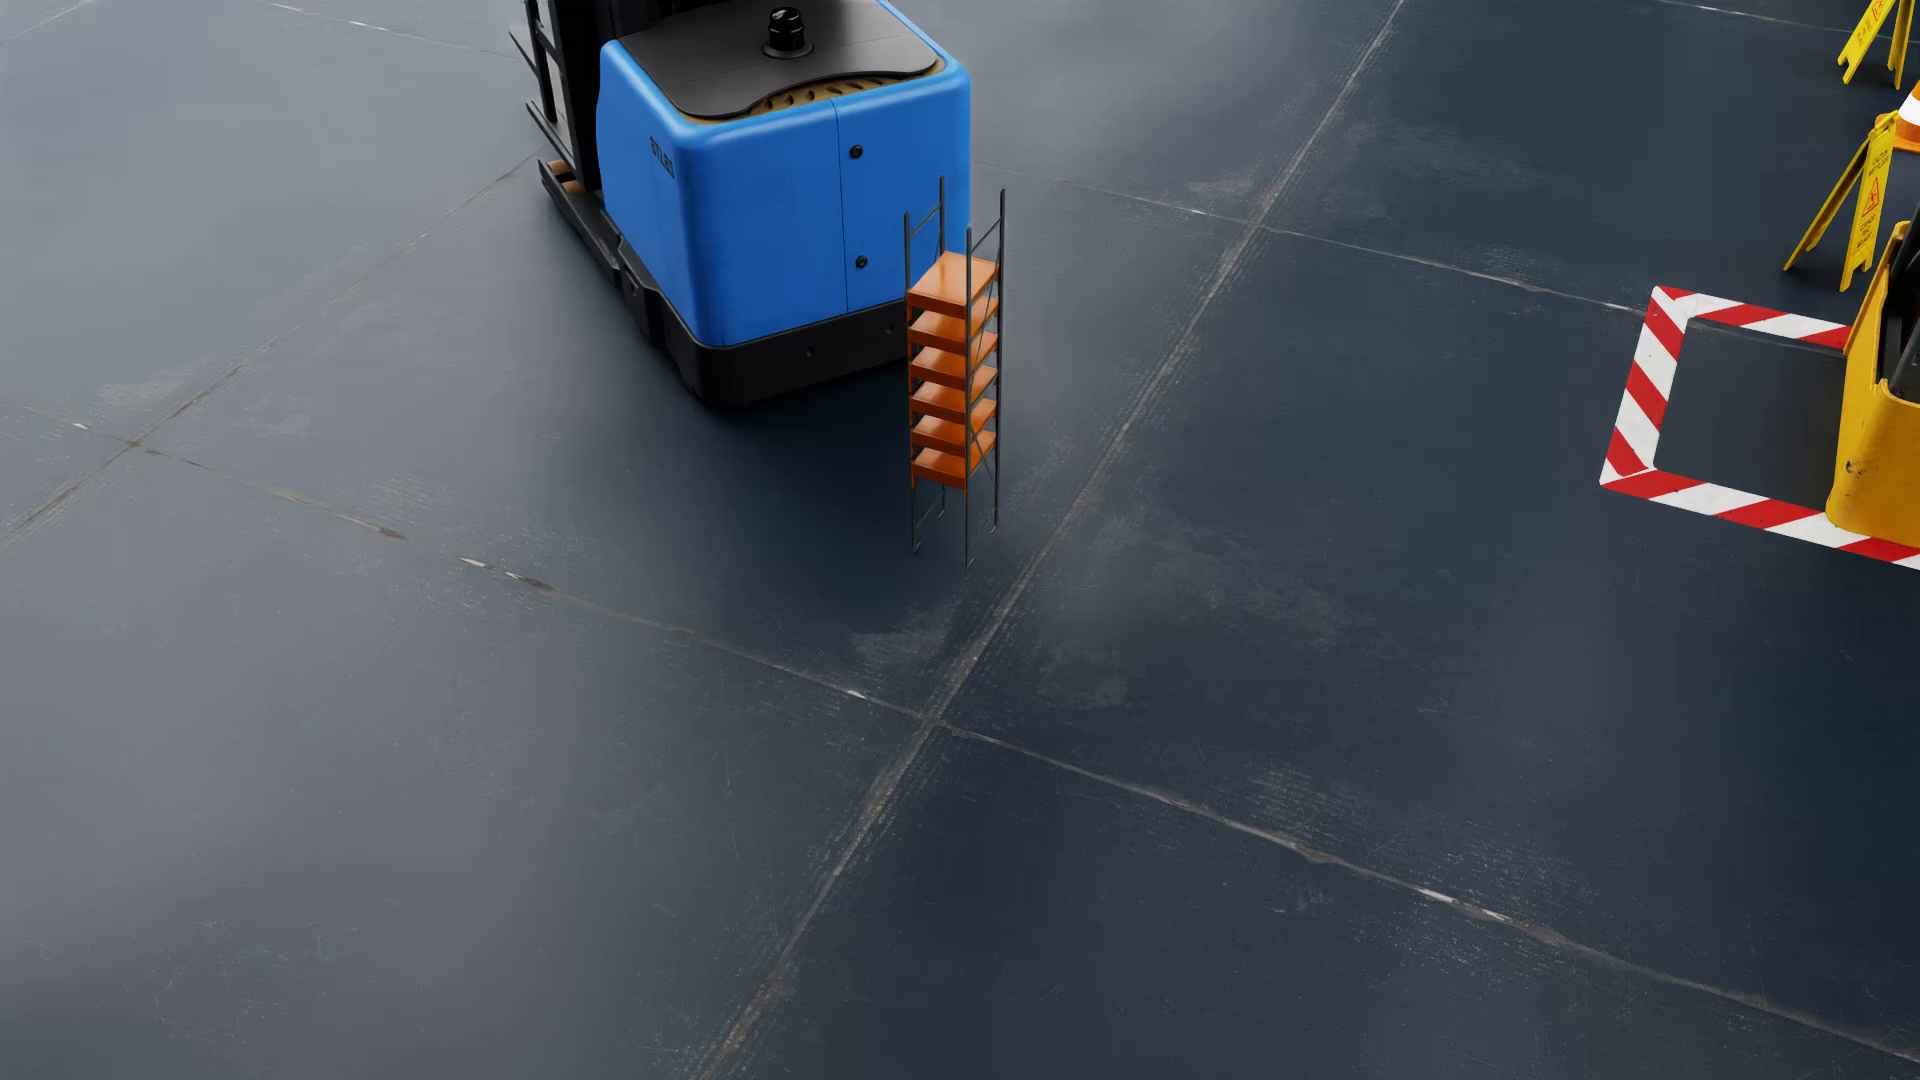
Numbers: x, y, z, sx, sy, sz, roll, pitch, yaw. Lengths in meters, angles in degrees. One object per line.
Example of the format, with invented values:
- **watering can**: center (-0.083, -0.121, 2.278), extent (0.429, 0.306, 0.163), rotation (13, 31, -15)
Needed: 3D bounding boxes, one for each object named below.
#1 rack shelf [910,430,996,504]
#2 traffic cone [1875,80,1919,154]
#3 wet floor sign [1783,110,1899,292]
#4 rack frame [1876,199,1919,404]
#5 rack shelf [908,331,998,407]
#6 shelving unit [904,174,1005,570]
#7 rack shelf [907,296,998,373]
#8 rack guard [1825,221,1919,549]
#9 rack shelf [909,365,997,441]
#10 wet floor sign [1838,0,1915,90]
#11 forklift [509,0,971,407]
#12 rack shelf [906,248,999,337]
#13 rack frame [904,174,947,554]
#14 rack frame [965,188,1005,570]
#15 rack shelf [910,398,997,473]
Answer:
- **rack shelf**: center (-0.013, -0.242, 5.048), extent (0.180, 0.103, 0.258), rotation (17, 44, 19)
- **traffic cone**: center (4.189, -1.943, 7.138), extent (0.334, 0.463, 0.336), rotation (17, 44, 19)
- **wet floor sign**: center (3.373, -1.300, 6.257), extent (0.267, 0.644, 0.232), rotation (-33, 51, -32)
- **rack frame**: center (3.093, -1.502, 4.693), extent (0.127, 3.000, 1.000), rotation (17, 44, 19)
- **rack shelf**: center (-0.013, -0.514, 4.812), extent (0.180, 0.103, 0.258), rotation (17, 44, 19)
- **shelving unit**: center (-0.013, -0.457, 4.862), extent (0.189, 1.200, 0.258), rotation (17, 44, 19)
- **rack shelf**: center (-0.013, -0.605, 4.734), extent (0.180, 0.103, 0.258), rotation (17, 44, 19)
- **rack guard**: center (3.161, -0.536, 5.487), extent (0.348, 0.500, 1.175), rotation (17, 44, 19)
- **rack shelf**: center (-0.013, -0.424, 4.891), extent (0.180, 0.103, 0.258), rotation (17, 44, 19)
- **wet floor sign**: center (4.230, -2.411, 7.539), extent (0.232, 0.644, 0.267), rotation (10, 42, 11)
- **forklift**: center (-1.073, -2.518, 5.917), extent (1.130, 2.935, 3.031), rotation (-19, 44, -20)
- **rack shelf**: center (-0.013, -0.696, 4.655), extent (0.180, 0.103, 0.258), rotation (17, 44, 19)
- **rack frame**: center (-0.096, -0.483, 4.891), extent (0.006, 1.200, 0.240), rotation (17, 44, 19)
- **rack frame**: center (0.070, -0.432, 4.832), extent (0.006, 1.200, 0.240), rotation (17, 44, 19)
- **rack shelf**: center (-0.013, -0.333, 4.969), extent (0.180, 0.103, 0.258), rotation (17, 44, 19)
